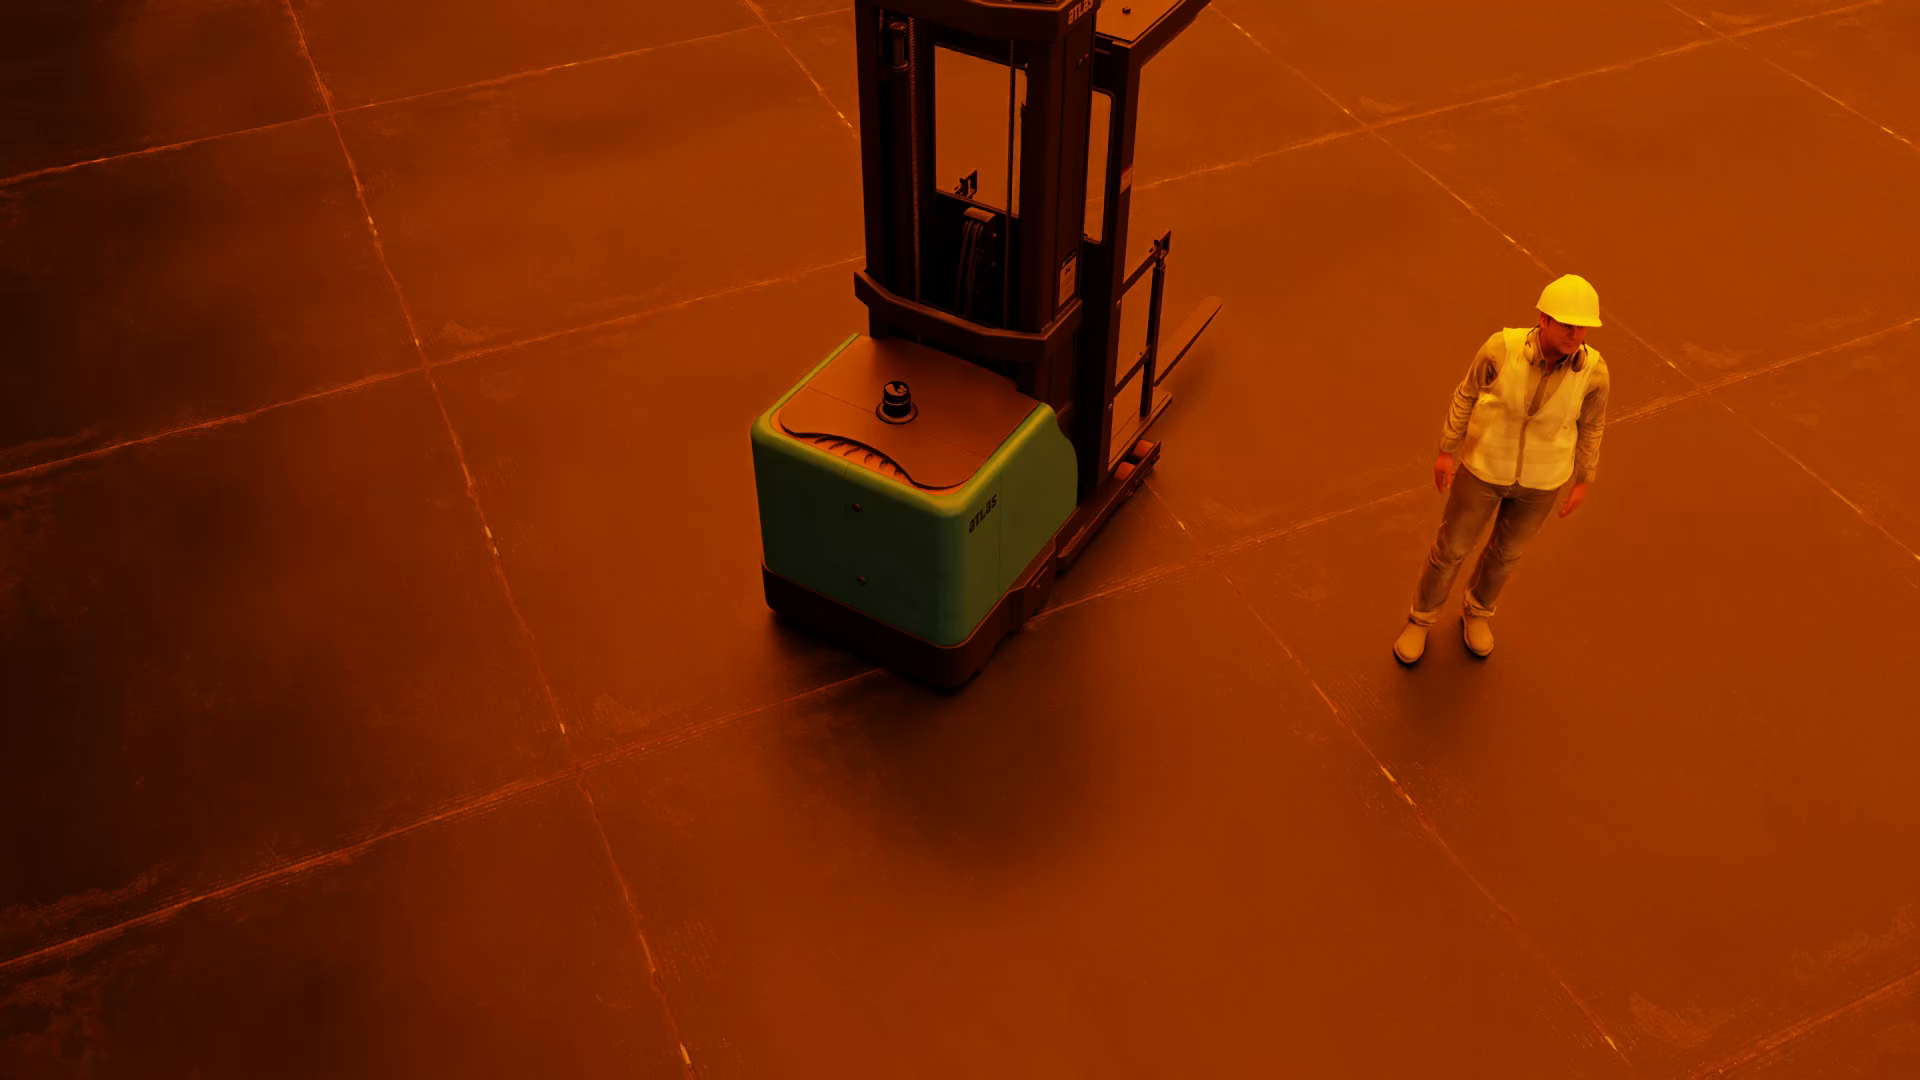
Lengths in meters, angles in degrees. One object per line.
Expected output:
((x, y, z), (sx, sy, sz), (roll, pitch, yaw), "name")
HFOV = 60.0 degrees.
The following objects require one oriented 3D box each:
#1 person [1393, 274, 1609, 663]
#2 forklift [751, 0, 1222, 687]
((2.253, -0.249, 6.784), (0.631, 1.774, 0.569), (9, 44, 9), "person")
((0.326, -1.435, 7.218), (1.130, 2.935, 3.031), (23, 48, 22), "forklift")
